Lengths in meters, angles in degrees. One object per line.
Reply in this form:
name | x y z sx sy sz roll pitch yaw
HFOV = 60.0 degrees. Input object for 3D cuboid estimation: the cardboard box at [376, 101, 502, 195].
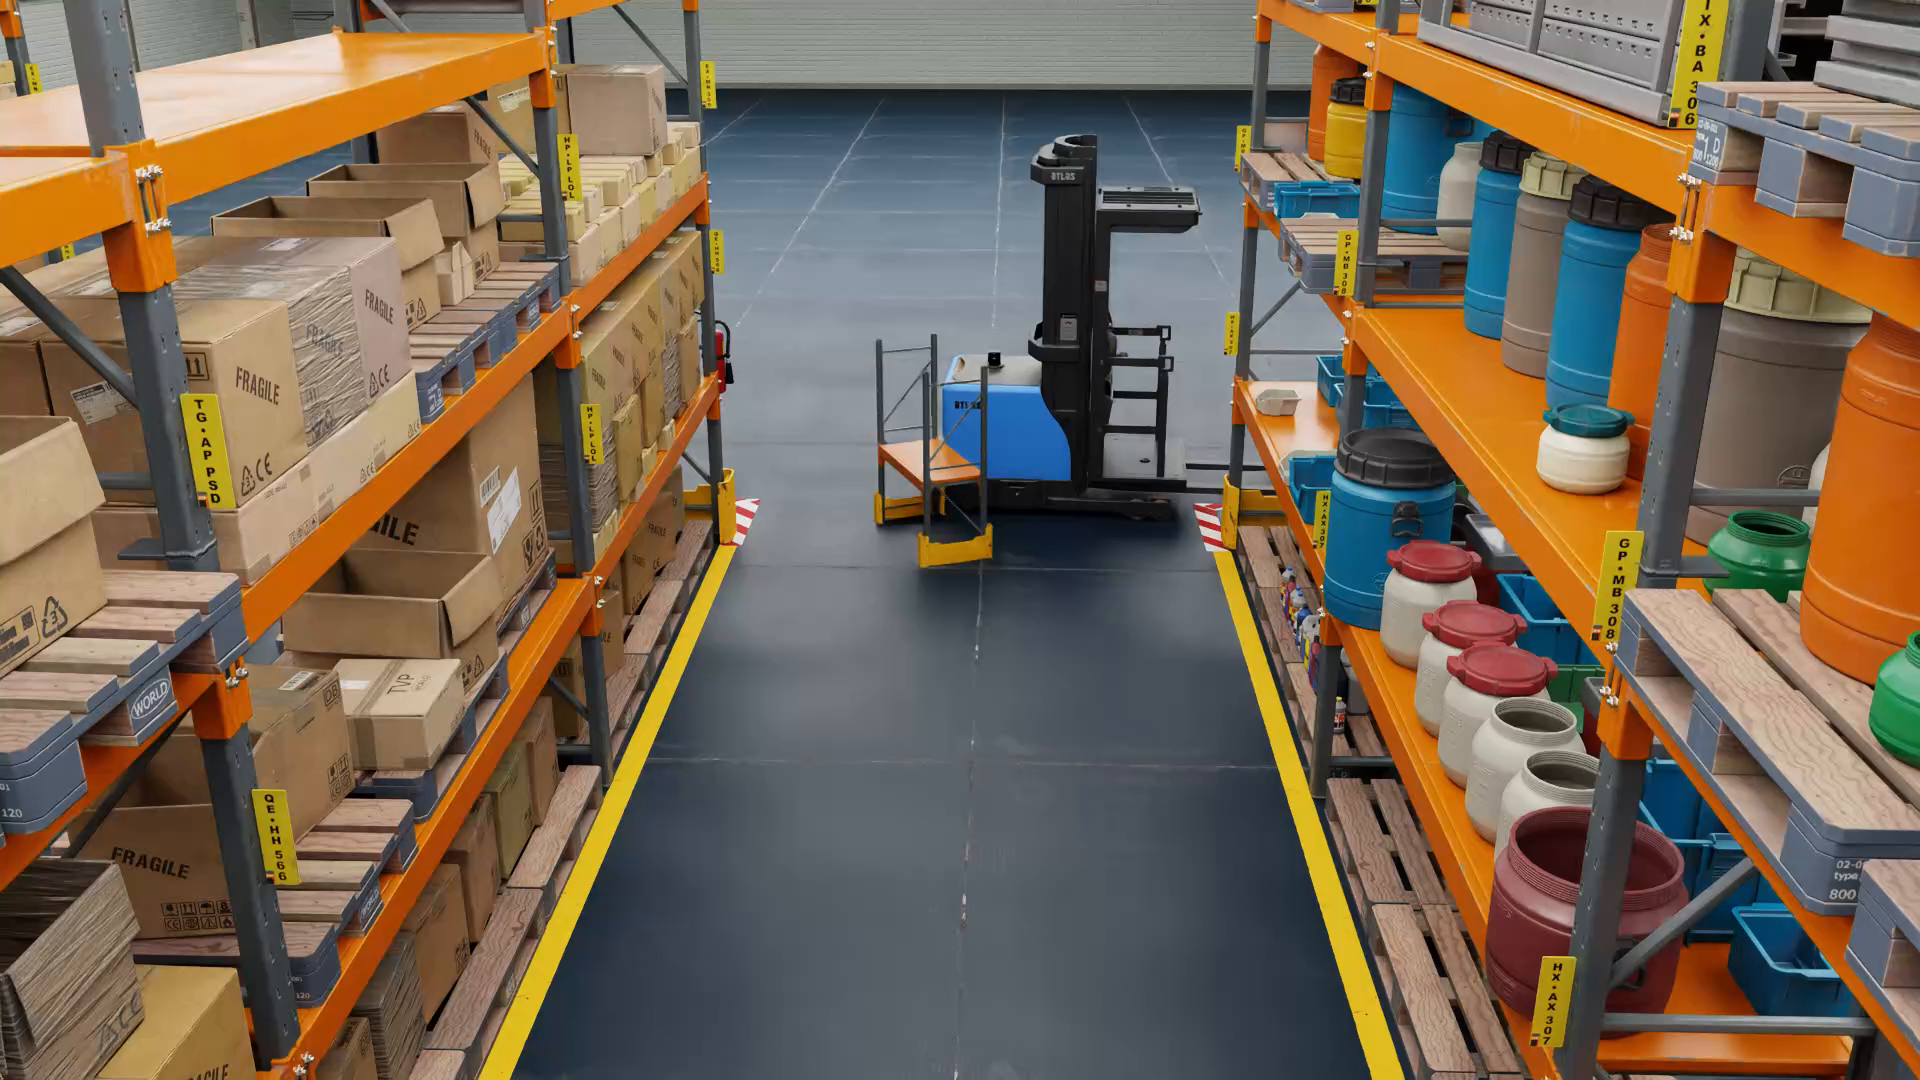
cardboard box | -2.723 -2.001 8.653 0.500 0.500 0.500 0 21 0

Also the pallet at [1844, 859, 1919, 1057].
pallet | 2.184 0.923 2.618 1.003 0.211 1.213 1 21 2

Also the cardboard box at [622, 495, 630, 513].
cardboard box | -2.175 -0.248 9.868 0.380 0.149 0.250 1 21 2

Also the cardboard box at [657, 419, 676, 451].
cardboard box | -2.103 -0.699 11.032 0.380 0.149 0.250 1 21 2

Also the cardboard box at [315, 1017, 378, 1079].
cardboard box | -2.603 2.145 6.202 0.700 0.500 0.500 0 21 -1

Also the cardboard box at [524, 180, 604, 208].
cardboard box | -2.230 -1.932 9.371 0.380 0.149 0.250 1 21 3

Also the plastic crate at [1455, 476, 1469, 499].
plastic crate | 2.793 -0.354 10.086 0.450 0.188 0.662 1 21 2

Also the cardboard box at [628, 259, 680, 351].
cardboard box | -2.157 -1.554 10.955 0.500 0.500 0.500 1 21 2

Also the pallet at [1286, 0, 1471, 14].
pallet | 2.501 -3.228 9.721 1.003 0.211 1.213 1 21 2

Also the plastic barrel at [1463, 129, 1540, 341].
plastic barrel | 2.671 -1.411 7.678 0.600 0.901 0.708 1 21 2

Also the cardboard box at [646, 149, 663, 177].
cardboard box | -2.103 -2.406 10.592 0.380 0.149 0.250 0 21 -1

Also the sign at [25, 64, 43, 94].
sign | -6.772 -3.320 12.177 0.100 0.325 0.005 1 21 2

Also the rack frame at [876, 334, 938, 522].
rack frame | -0.416 -0.884 13.235 0.500 1.500 0.032 -8 23 -20

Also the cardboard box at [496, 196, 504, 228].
cardboard box | -2.661 -1.750 8.902 0.380 0.149 0.250 1 21 2

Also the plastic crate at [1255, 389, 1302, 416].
plastic crate | 2.242 -0.968 11.741 0.298 0.136 0.250 1 21 2

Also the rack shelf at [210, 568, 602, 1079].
rack shelf | -2.542 1.039 7.198 1.077 0.370 4.000 1 21 2

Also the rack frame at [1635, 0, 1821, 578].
rack frame | 2.348 -1.315 3.979 1.000 3.000 0.127 1 21 2

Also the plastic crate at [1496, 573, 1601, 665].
plastic crate | 2.747 0.445 7.757 0.392 0.384 0.575 1 21 2

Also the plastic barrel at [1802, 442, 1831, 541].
plastic barrel | 2.663 -0.078 4.782 0.421 0.512 0.421 0 21 0

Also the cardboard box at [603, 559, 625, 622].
cardboard box | -2.479 0.374 10.794 0.500 0.500 0.500 -1 21 -3

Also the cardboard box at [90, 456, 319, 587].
cardboard box | -2.334 -0.069 5.119 0.500 0.250 0.500 1 21 3

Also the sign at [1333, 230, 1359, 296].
sign | 1.920 -1.377 8.273 0.100 0.325 0.005 1 21 2

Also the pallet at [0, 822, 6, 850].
pallet | -2.601 0.755 3.052 1.003 0.211 1.213 2 21 4

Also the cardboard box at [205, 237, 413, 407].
cardboard box | -2.304 -0.783 5.925 0.500 0.500 0.500 0 21 0

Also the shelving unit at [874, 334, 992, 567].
shelving unit | -0.222 -0.711 12.788 0.587 1.500 1.083 -8 23 -20

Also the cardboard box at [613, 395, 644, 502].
cardboard box | -2.355 -0.547 9.742 0.875 0.500 0.500 1 21 2

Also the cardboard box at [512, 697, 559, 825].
cardboard box | -2.522 1.163 8.733 0.700 0.500 0.500 -1 21 -3

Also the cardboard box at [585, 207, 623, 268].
cardboard box | -2.201 -1.699 9.321 0.500 0.250 0.500 0 21 1

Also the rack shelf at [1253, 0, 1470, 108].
rack shelf | 2.530 -2.963 9.772 1.077 0.370 4.000 1 21 2

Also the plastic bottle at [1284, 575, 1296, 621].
plastic bottle | 2.199 0.384 11.039 0.061 0.283 0.133 1 21 3

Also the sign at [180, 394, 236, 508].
sign | -2.049 -0.240 4.530 0.100 0.325 0.005 1 21 2

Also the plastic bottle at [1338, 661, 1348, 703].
plastic bottle | 2.201 0.829 9.799 0.144 0.351 0.185 0 21 0

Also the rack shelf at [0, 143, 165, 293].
rack shelf | -2.664 -0.125 2.458 1.077 0.370 4.000 1 21 2

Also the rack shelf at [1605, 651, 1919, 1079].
rack shelf | 2.287 1.142 2.788 1.077 0.370 4.000 1 21 2

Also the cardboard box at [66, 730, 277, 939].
cardboard box | -2.627 0.989 5.614 0.500 0.500 0.500 -2 21 -5

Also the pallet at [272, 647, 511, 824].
pallet | -2.584 0.800 7.085 1.003 0.211 1.213 1 21 2

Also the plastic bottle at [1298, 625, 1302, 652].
plastic bottle | 2.202 0.611 10.568 0.097 0.201 0.097 0 21 0

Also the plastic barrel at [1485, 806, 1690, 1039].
plastic barrel | 2.059 1.247 5.480 0.600 0.536 0.708 1 21 2

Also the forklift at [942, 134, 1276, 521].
forklift | 1.391 -1.725 13.422 3.031 2.935 1.130 2 21 5

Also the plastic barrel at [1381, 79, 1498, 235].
plastic barrel | 2.607 -2.151 9.006 0.600 0.901 0.708 1 21 2

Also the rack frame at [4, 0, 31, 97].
rack frame | -7.314 -4.353 11.809 1.000 3.000 0.127 1 21 2

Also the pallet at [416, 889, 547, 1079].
pallet | -2.538 2.005 7.571 1.003 0.211 1.213 1 21 2

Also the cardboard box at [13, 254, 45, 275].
cardboard box | -7.364 -1.996 12.327 0.875 0.550 0.550 1 21 2

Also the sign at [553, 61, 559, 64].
sign | -2.902 -3.277 11.974 0.100 0.325 0.005 1 21 2

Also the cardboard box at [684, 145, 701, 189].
cardboard box | -2.120 -2.617 11.687 0.500 0.250 0.500 1 21 3

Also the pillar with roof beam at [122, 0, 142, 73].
pillar with roof beam | -13.116 -12.813 33.611 9.100 9.000 0.400 1 21 2

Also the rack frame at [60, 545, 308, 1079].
rack frame | -2.603 1.427 5.204 1.000 3.000 0.127 1 21 2

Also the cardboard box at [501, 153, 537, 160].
cardboard box | -2.634 -2.322 10.376 0.380 0.149 0.250 0 21 1

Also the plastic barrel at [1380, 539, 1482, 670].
plastic barrel | 2.221 0.316 7.881 0.433 0.535 0.433 0 21 0
